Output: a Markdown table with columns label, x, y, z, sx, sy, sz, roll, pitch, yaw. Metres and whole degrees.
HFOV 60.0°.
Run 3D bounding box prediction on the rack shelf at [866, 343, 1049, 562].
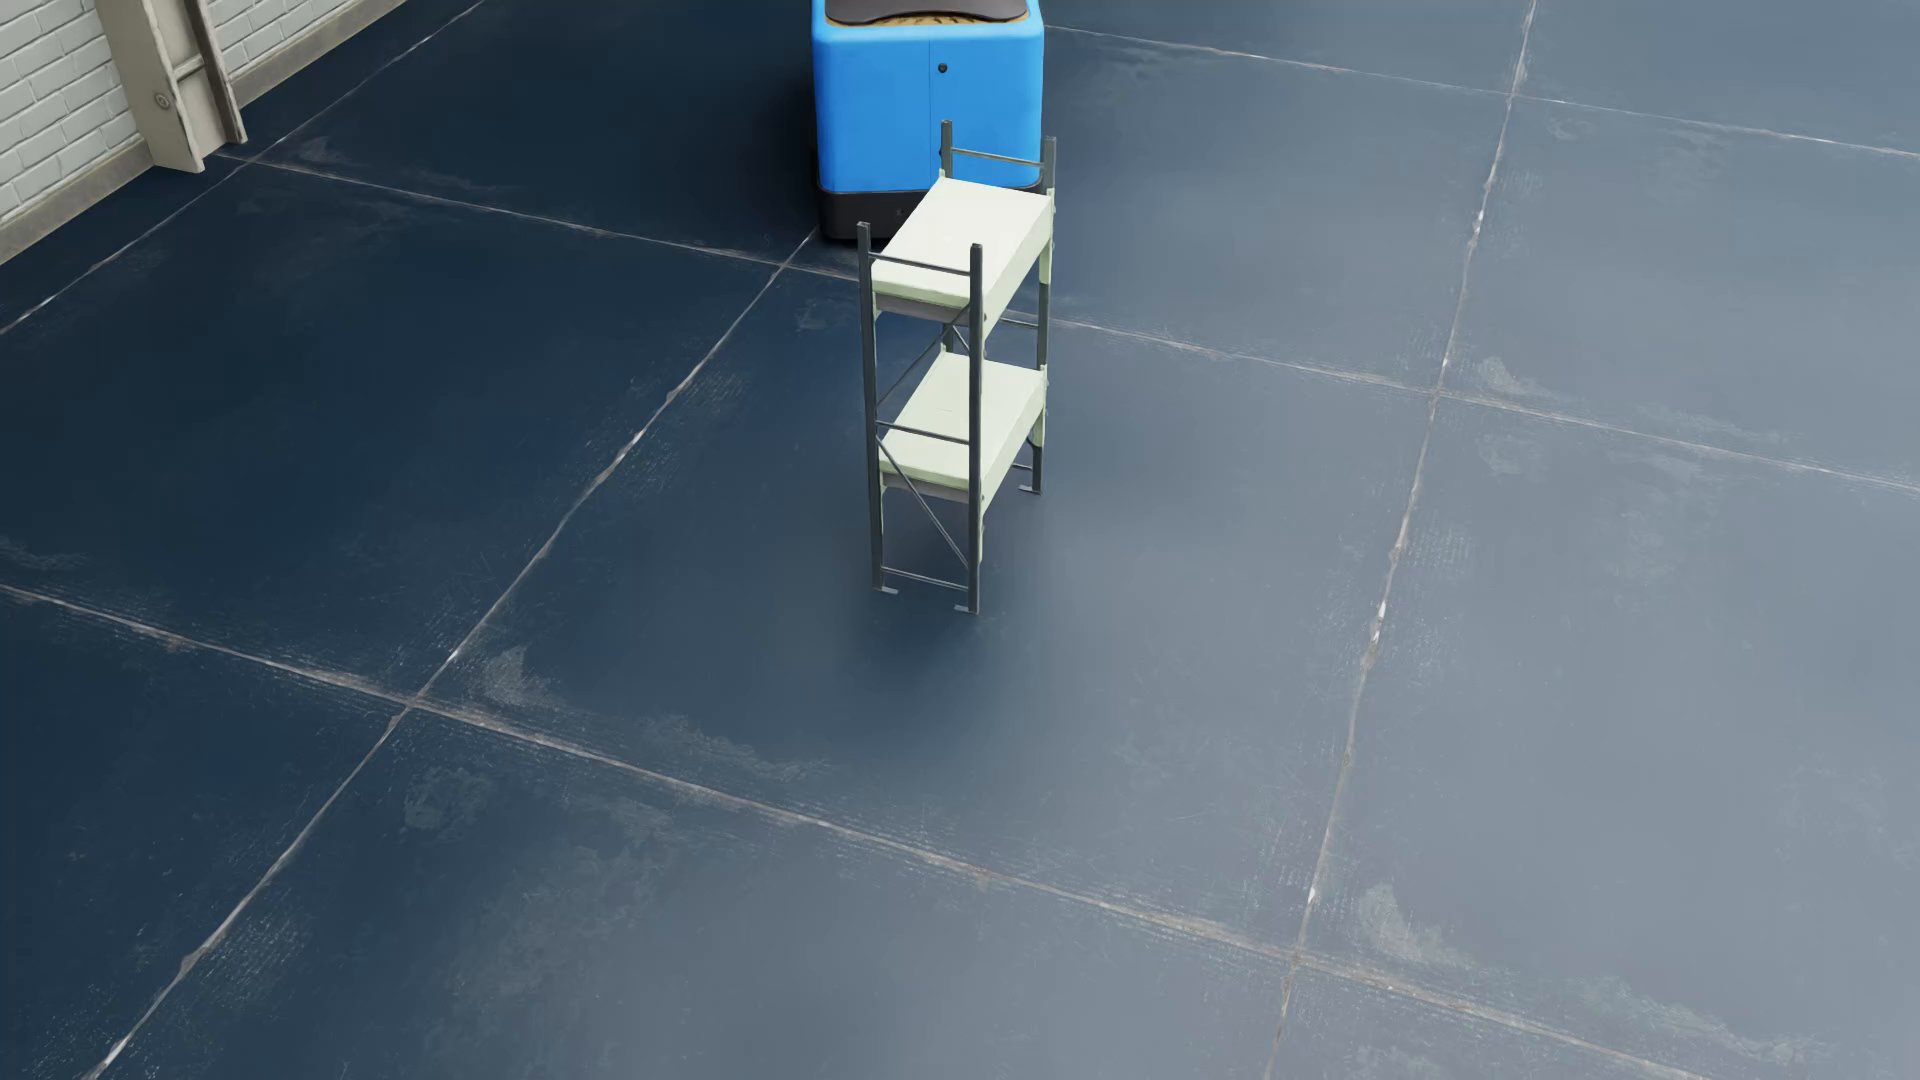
| label | x | y | z | sx | sy | sz | roll | pitch | yaw |
| --- | --- | --- | --- | --- | --- | --- | --- | --- | --- |
| rack shelf | 0.002 | -0.327 | 5.980 | 0.431 | 0.370 | 0.720 | 13 | 42 | 15 |

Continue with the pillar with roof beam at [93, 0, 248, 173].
| label | x | y | z | sx | sy | sz | roll | pitch | yaw |
| --- | --- | --- | --- | --- | --- | --- | --- | --- | --- |
| pillar with roof beam | 0.109 | -4.480 | 4.567 | 9.100 | 9.000 | 0.400 | 13 | 42 | 15 |

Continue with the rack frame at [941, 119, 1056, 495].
| label | x | y | z | sx | sy | sz | roll | pitch | yaw |
| --- | --- | --- | --- | --- | --- | --- | --- | --- | --- |
| rack frame | 0.127 | -0.798 | 6.030 | 0.400 | 1.500 | 0.023 | 13 | 42 | 15 |

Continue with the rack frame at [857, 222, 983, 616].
| label | x | y | z | sx | sy | sz | roll | pitch | yaw |
| --- | --- | --- | --- | --- | --- | --- | --- | --- | --- |
| rack frame | -0.123 | -0.351 | 5.506 | 0.400 | 1.500 | 0.023 | 13 | 42 | 15 |

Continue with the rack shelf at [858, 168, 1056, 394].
| label | x | y | z | sx | sy | sz | roll | pitch | yaw |
| --- | --- | --- | --- | --- | --- | --- | --- | --- | --- |
| rack shelf | 0.002 | -0.872 | 5.515 | 0.431 | 0.370 | 0.720 | 13 | 42 | 15 |

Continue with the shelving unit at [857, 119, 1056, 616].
| label | x | y | z | sx | sy | sz | roll | pitch | yaw |
| --- | --- | --- | --- | --- | --- | --- | --- | --- | --- |
| shelving unit | 0.002 | -0.575 | 5.768 | 0.431 | 1.500 | 0.755 | 13 | 42 | 15 |

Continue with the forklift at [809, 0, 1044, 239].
| label | x | y | z | sx | sy | sz | roll | pitch | yaw |
| --- | --- | --- | --- | --- | --- | --- | --- | --- | --- |
| forklift | -0.227 | -3.467 | 8.055 | 1.130 | 2.935 | 3.031 | -2 | 41 | -3 |
